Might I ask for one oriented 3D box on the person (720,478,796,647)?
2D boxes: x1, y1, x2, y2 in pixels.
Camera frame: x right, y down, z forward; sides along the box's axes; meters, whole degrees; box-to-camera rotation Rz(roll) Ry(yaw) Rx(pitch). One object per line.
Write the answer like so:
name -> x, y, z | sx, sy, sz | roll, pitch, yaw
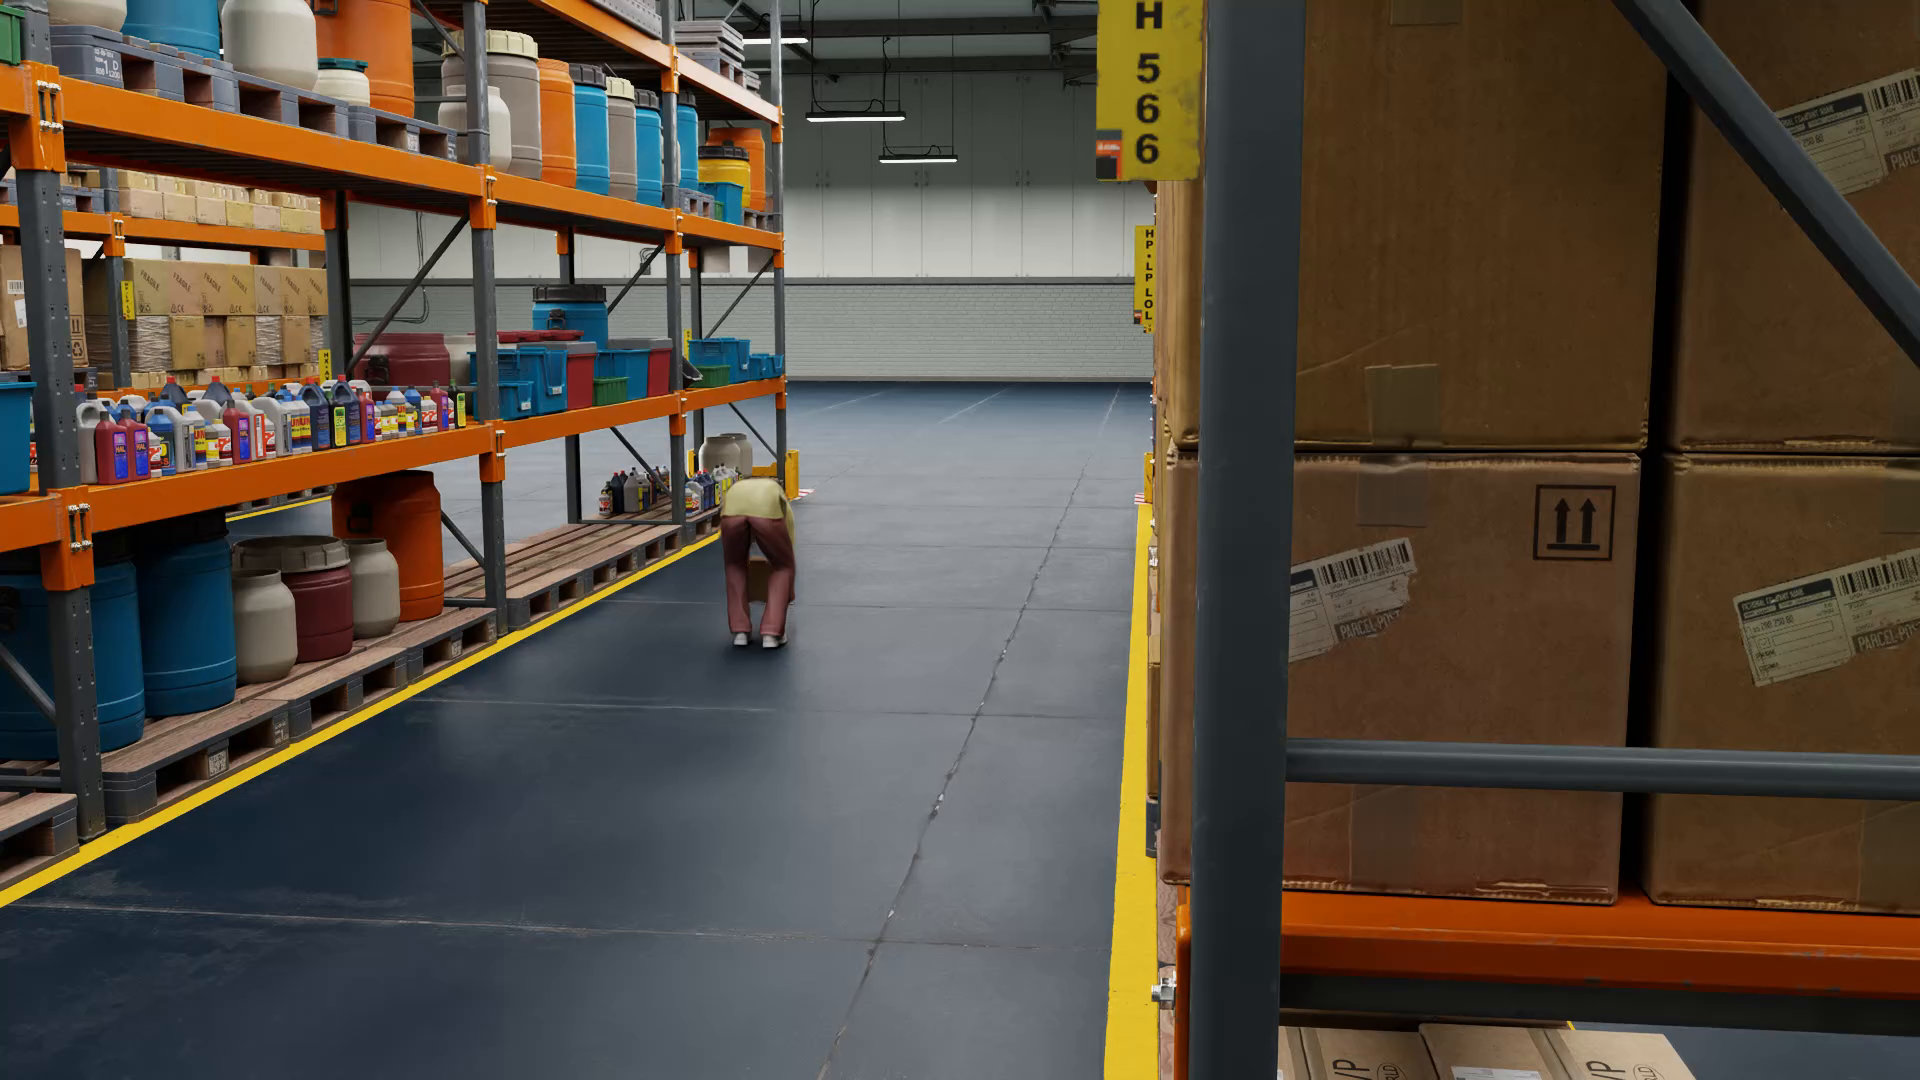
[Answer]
person -> -1.197, 0.124, 10.050 | 0.436, 0.962, 0.865 | 1, 8, 4
